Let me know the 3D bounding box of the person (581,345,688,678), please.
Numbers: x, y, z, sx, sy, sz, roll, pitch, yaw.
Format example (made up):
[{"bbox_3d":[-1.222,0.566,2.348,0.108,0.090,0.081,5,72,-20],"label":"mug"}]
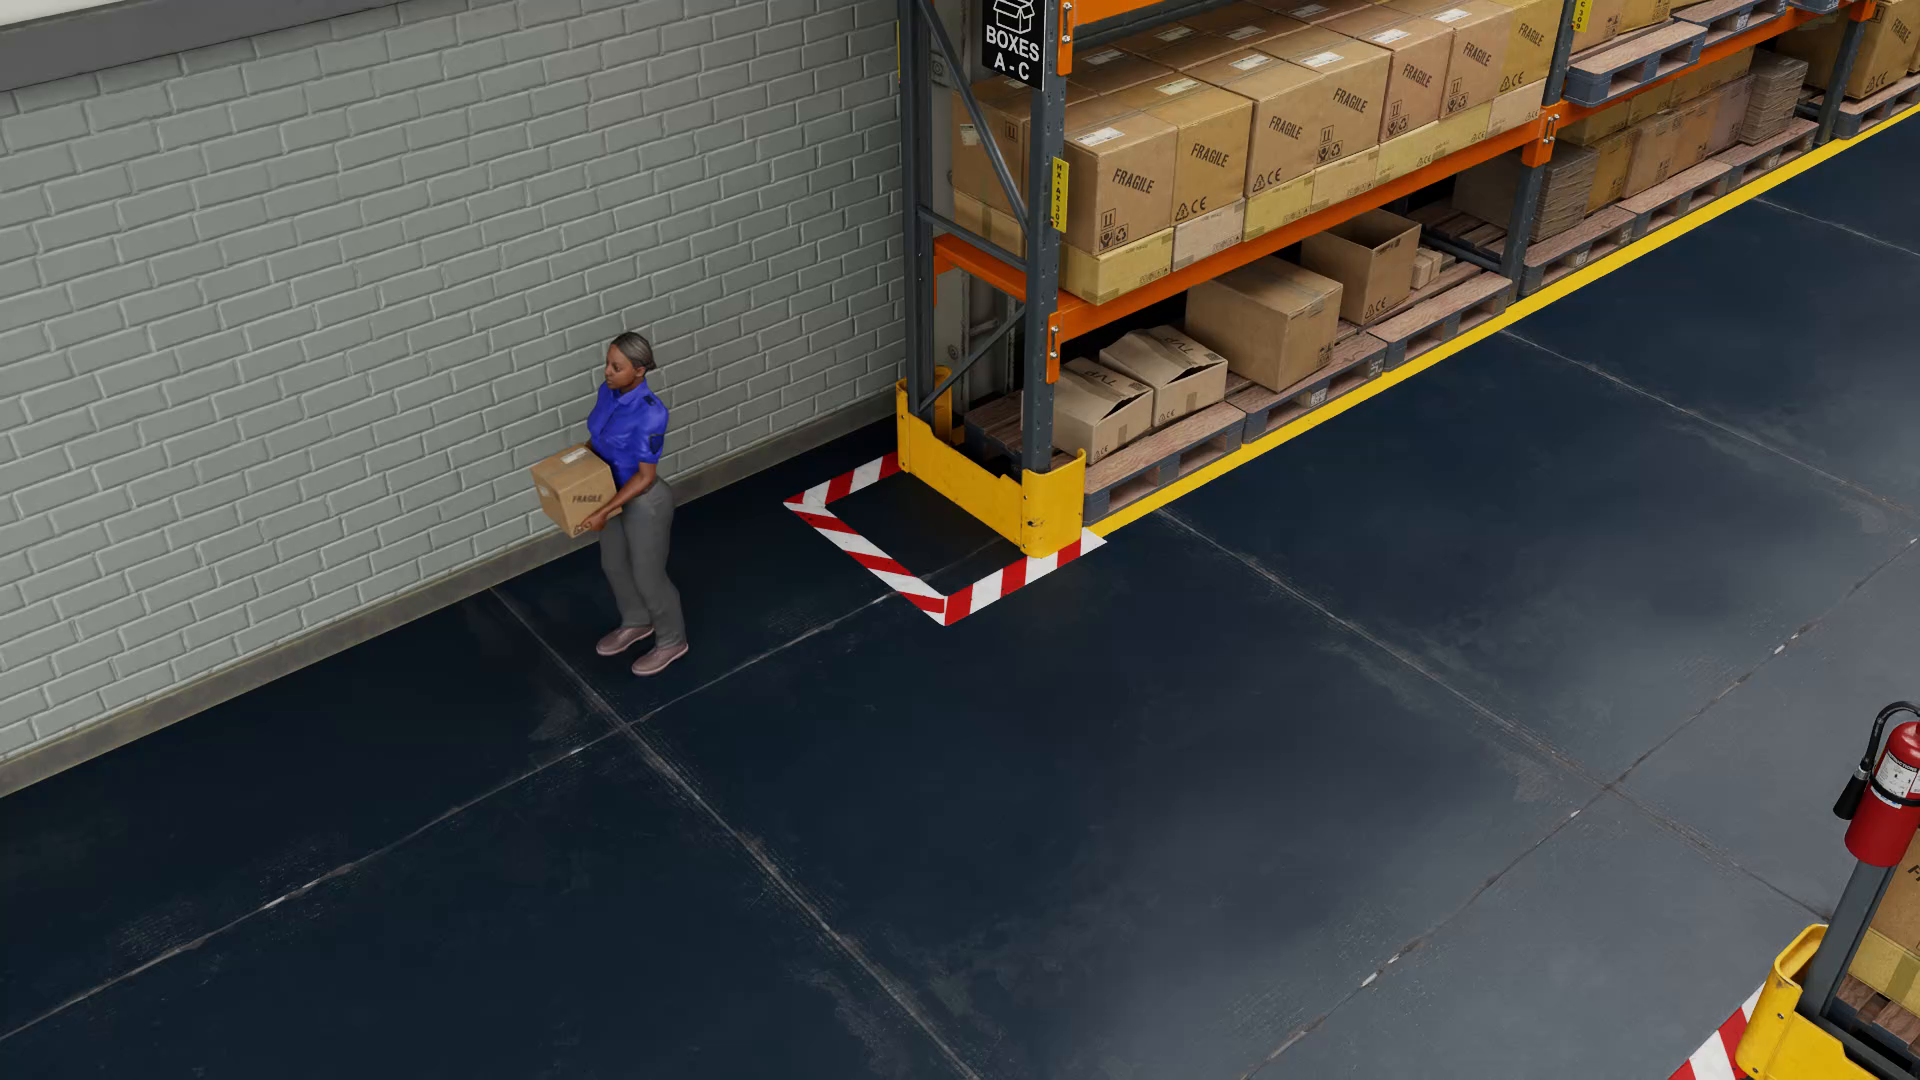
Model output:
[{"bbox_3d":[-1.439,-0.160,7.301,0.352,1.654,0.530,-29,45,-34],"label":"person"}]
